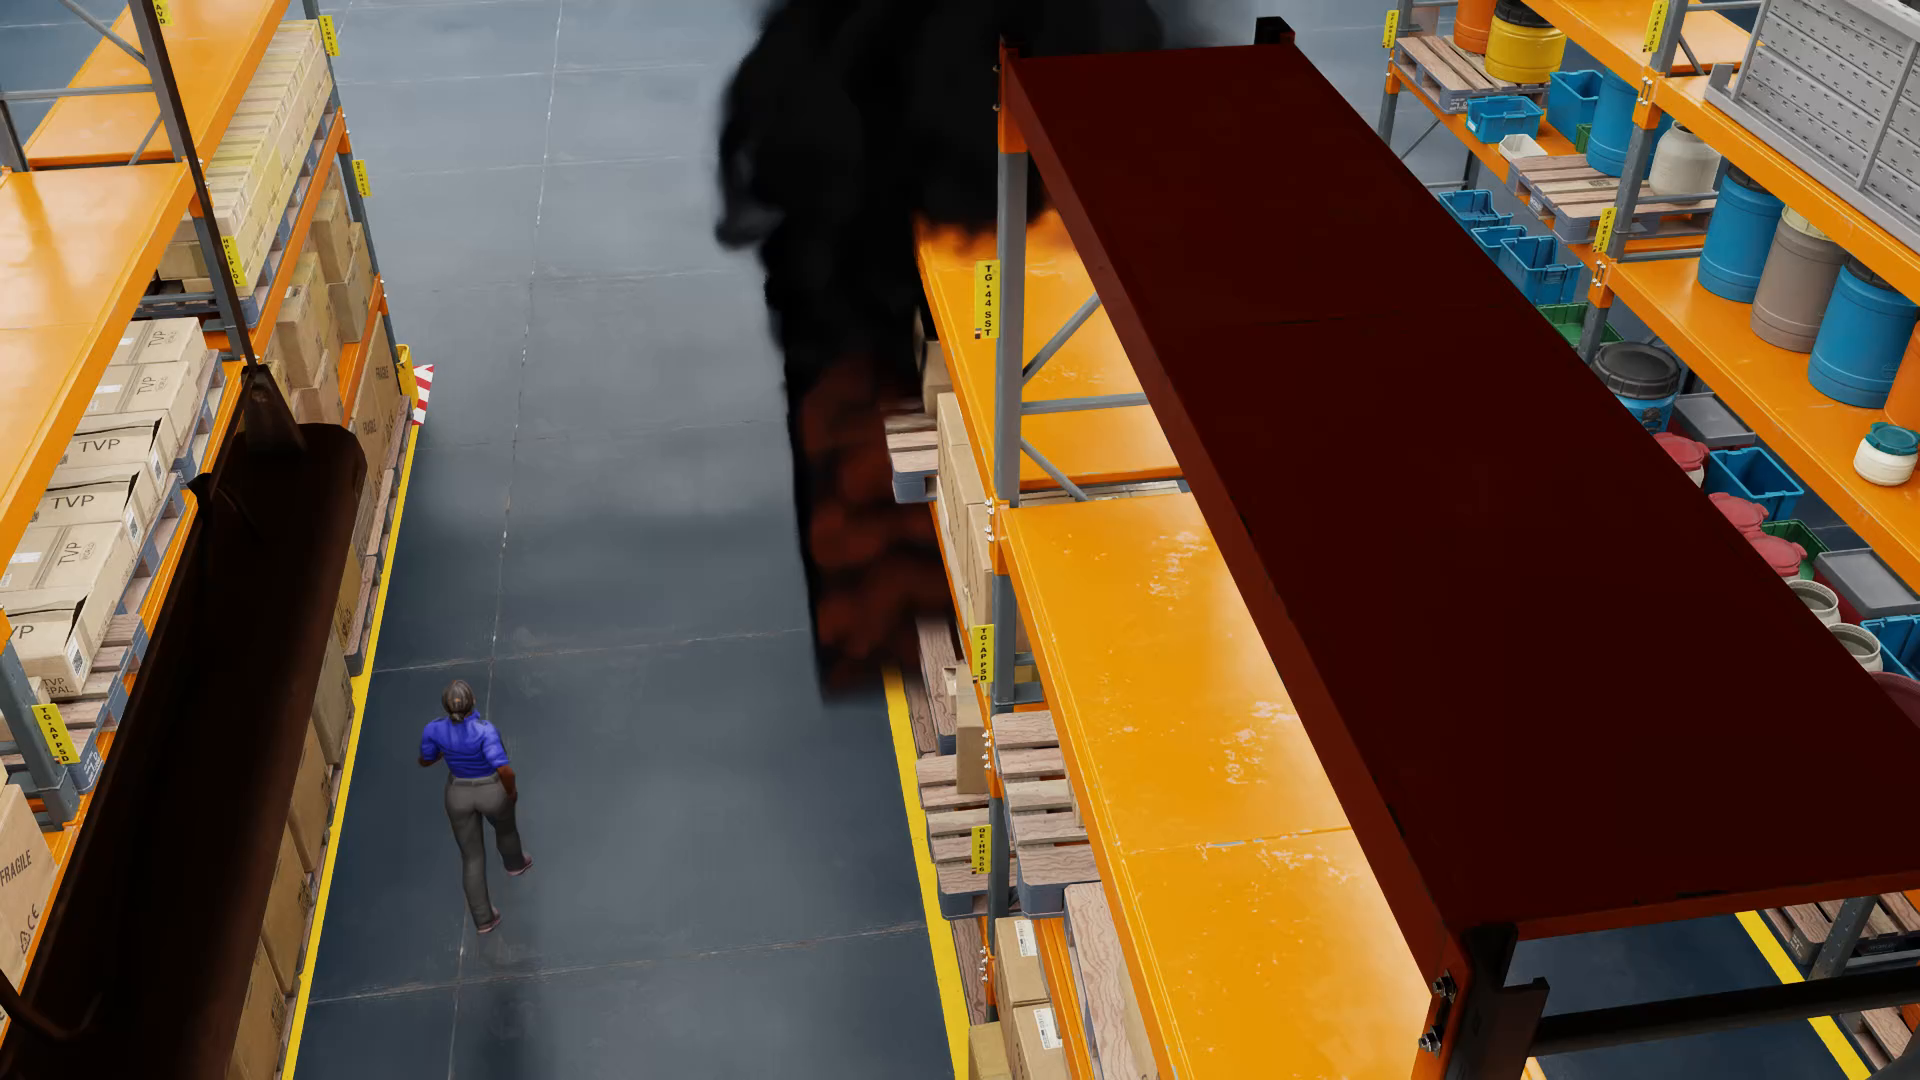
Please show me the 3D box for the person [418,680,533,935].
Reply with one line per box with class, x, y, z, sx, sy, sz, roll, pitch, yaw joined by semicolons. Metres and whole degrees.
person;-2.761;1.510;9.532;0.569;1.704;0.766;-4;36;-5
